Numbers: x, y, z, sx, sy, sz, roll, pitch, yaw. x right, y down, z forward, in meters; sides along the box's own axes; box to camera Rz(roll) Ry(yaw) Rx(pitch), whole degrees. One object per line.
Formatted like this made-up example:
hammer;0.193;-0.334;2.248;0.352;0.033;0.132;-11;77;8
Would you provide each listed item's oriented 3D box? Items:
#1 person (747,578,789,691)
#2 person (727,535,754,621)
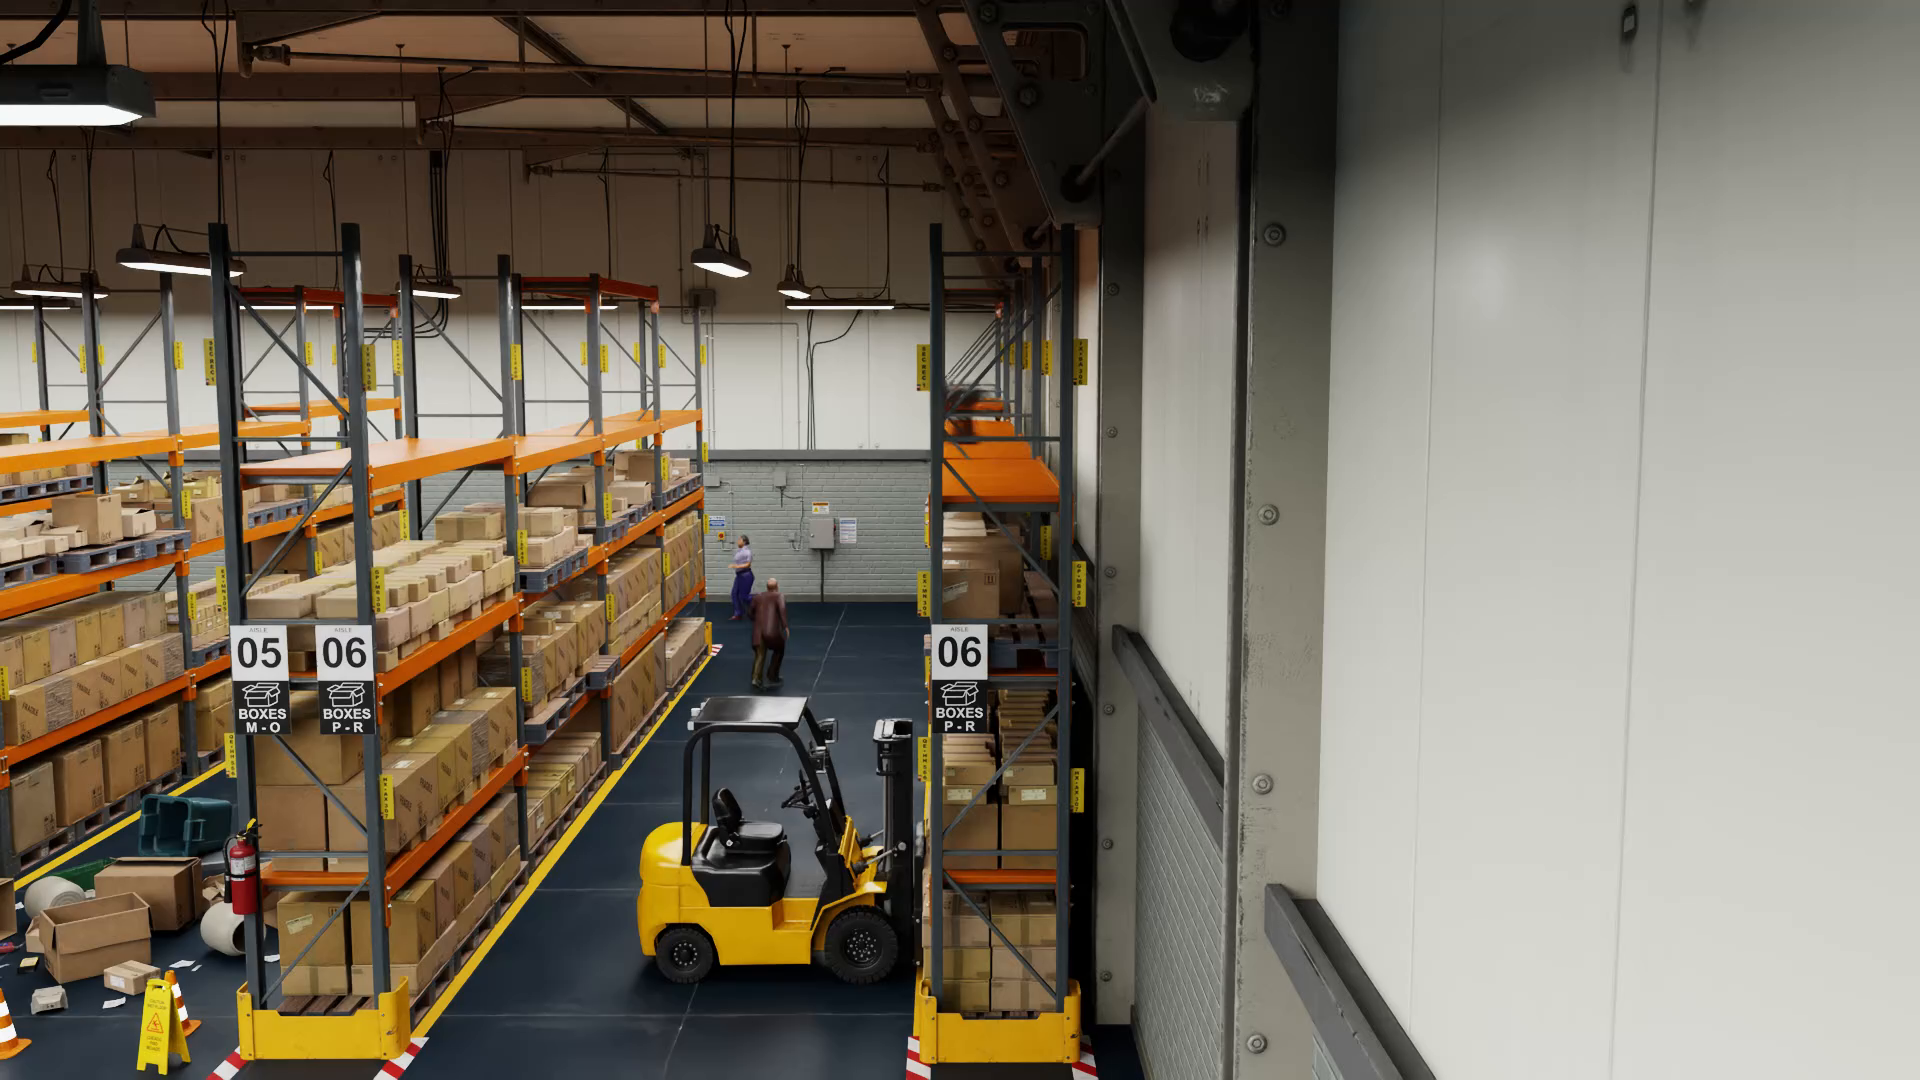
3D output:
person;-2.933;1.433;24.962;0.728;1.616;1.160;2;7;17
person;-4.024;0.712;31.316;0.772;1.607;0.620;-2;7;-18
